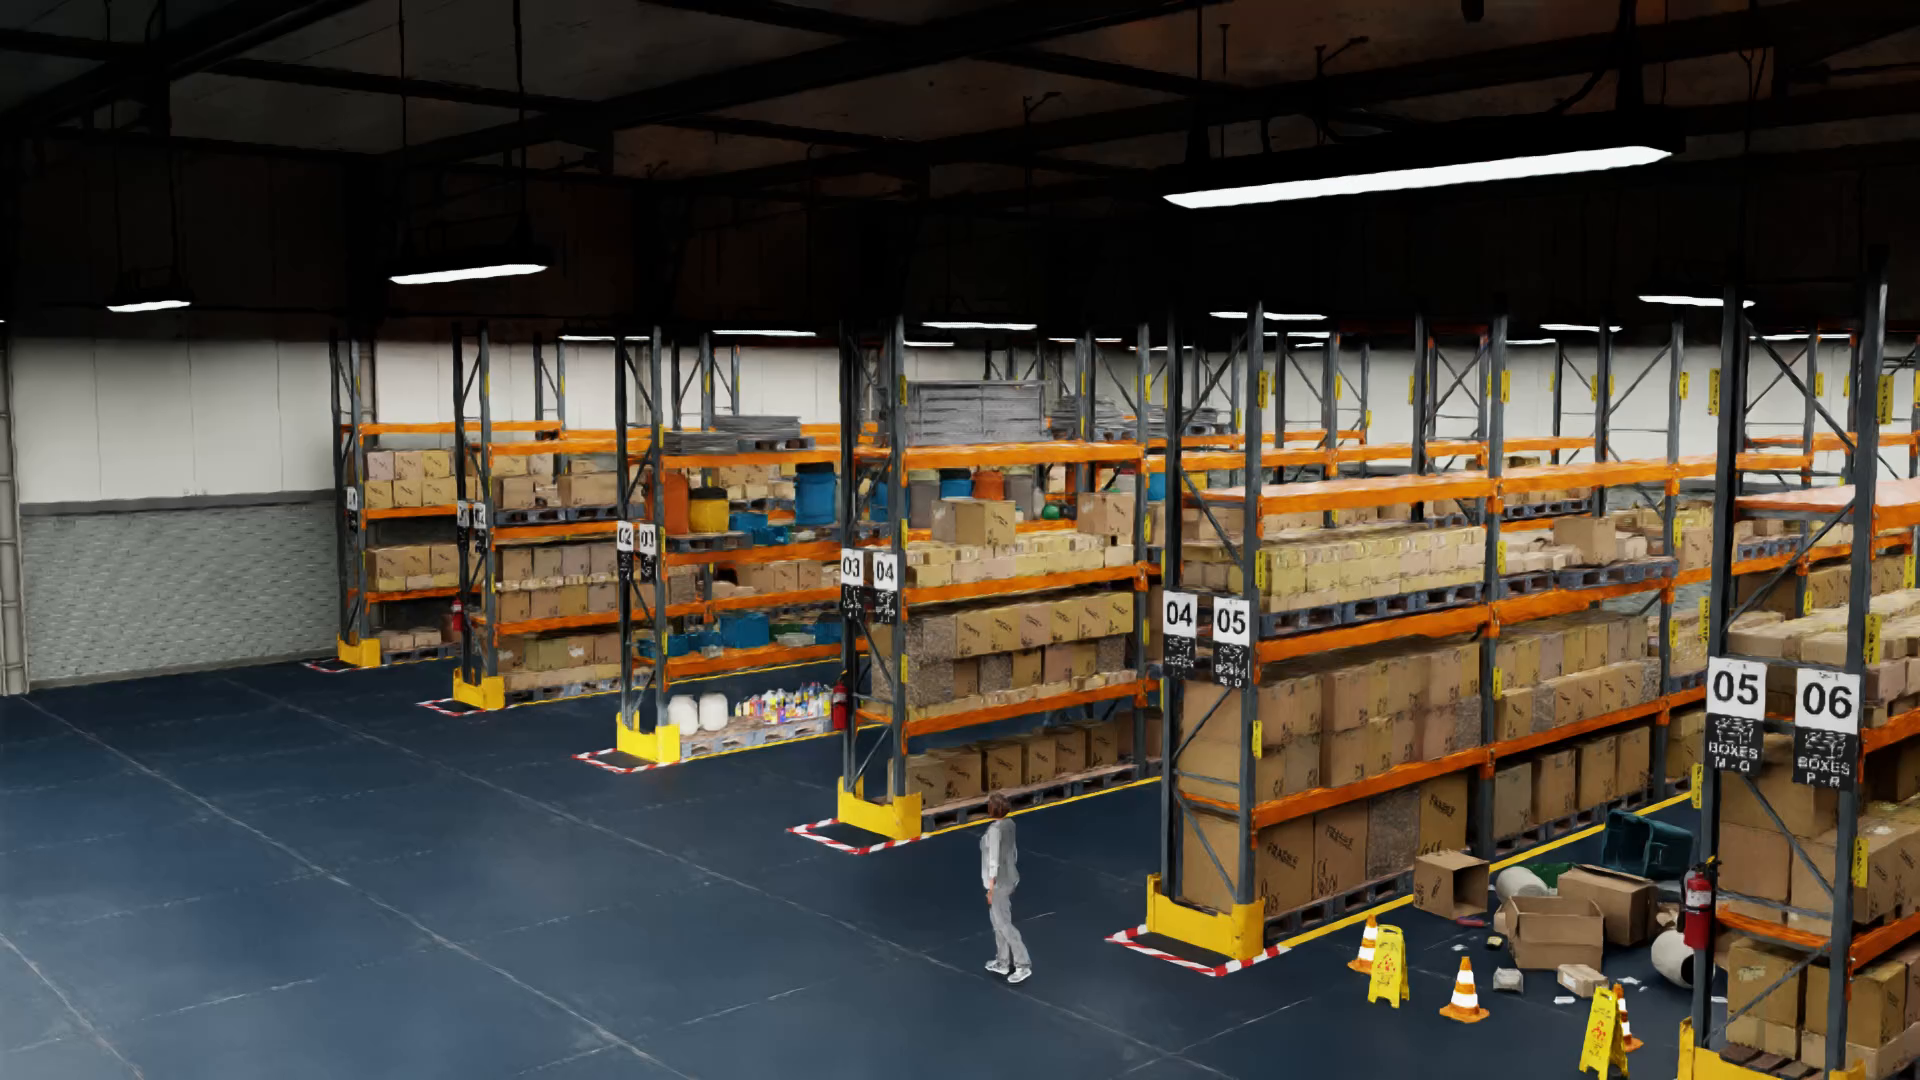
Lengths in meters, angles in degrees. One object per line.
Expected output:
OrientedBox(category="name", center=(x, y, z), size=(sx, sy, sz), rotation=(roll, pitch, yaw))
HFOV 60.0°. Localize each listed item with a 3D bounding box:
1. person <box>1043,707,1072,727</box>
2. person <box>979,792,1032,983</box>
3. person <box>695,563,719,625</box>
OrientedBox(category="person", center=(1.244, 2.050, 22.871), size=(1.107, 1.688, 0.579), rotation=(-5, 7, -39))
OrientedBox(category="person", center=(0.407, 2.972, 14.305), size=(0.483, 1.587, 0.512), rotation=(2, 6, 23))
OrientedBox(category="person", center=(-5.000, 1.031, 33.089), size=(0.729, 1.753, 0.765), rotation=(5, 7, 40))
